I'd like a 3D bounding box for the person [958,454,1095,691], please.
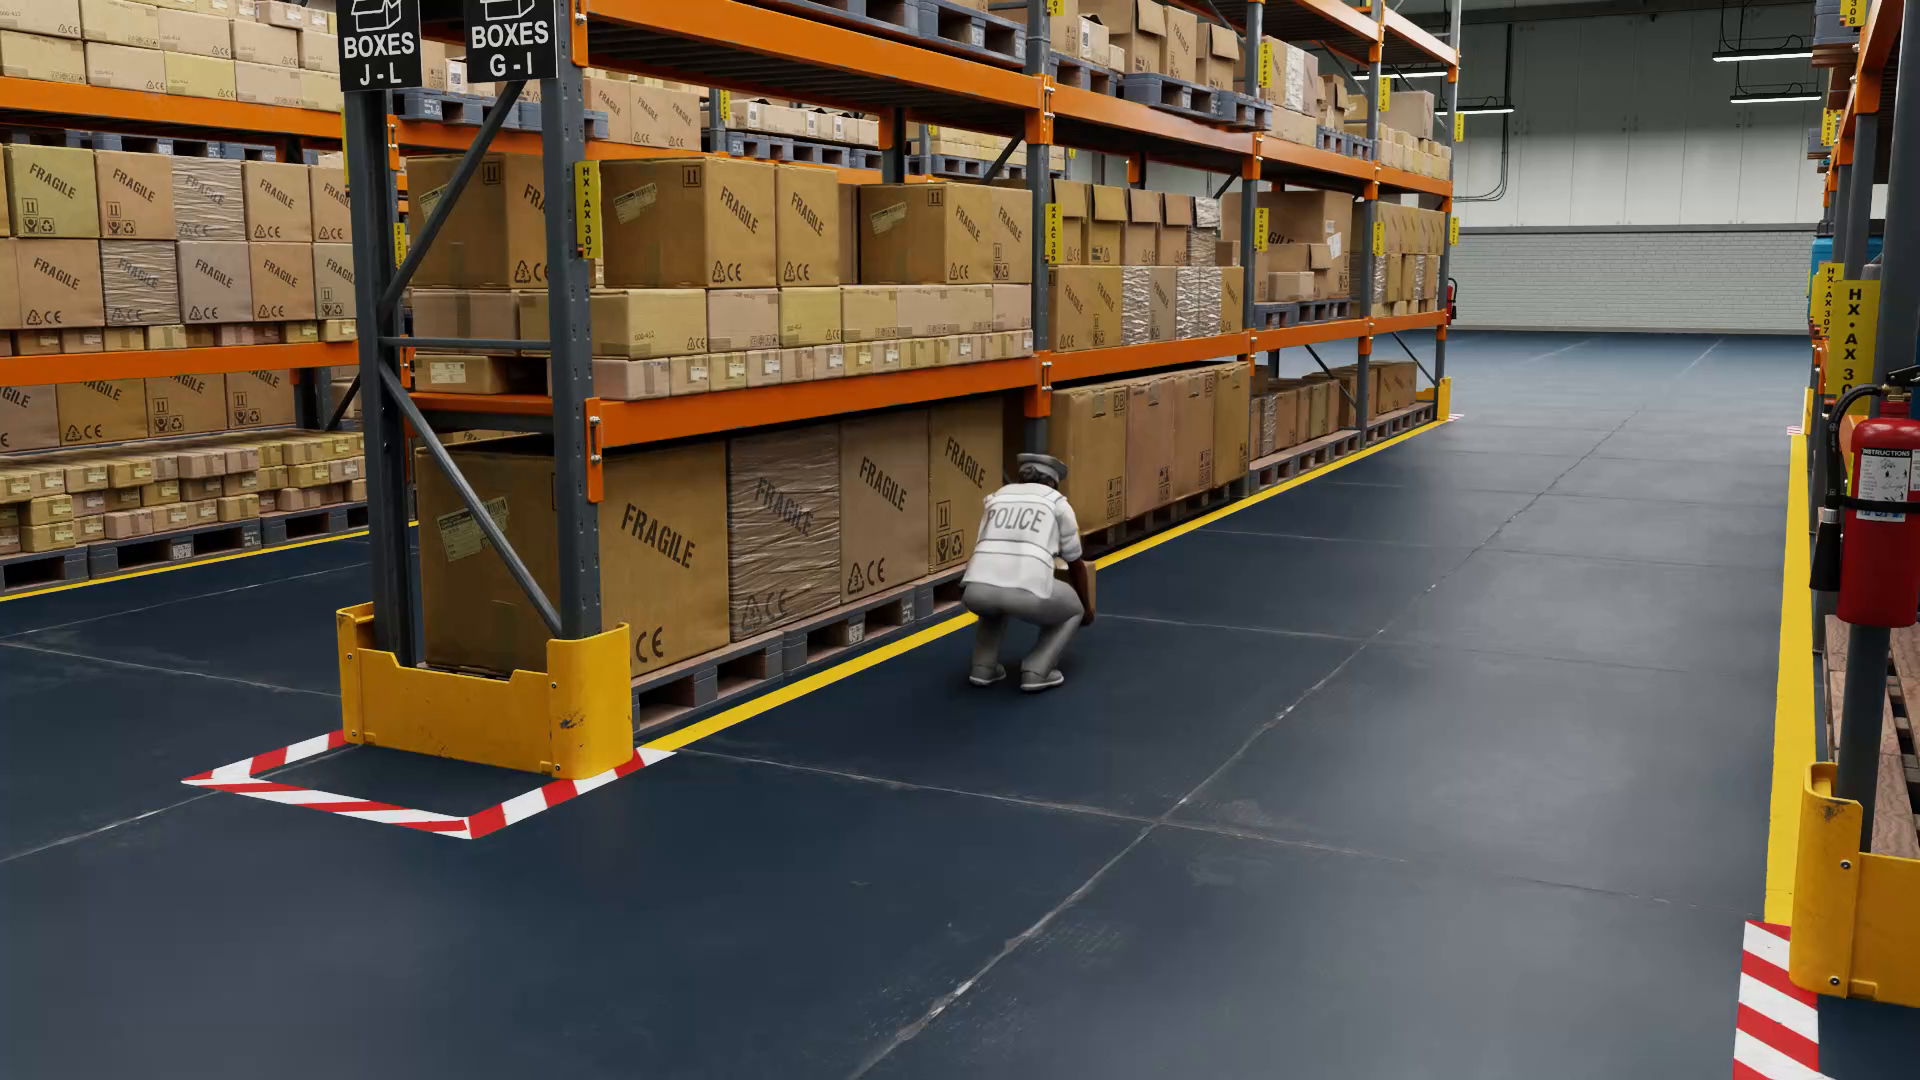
[{"bbox_3d":[0.298,0.130,7.268,0.463,0.978,0.857,4,10,25],"label":"person"}]
